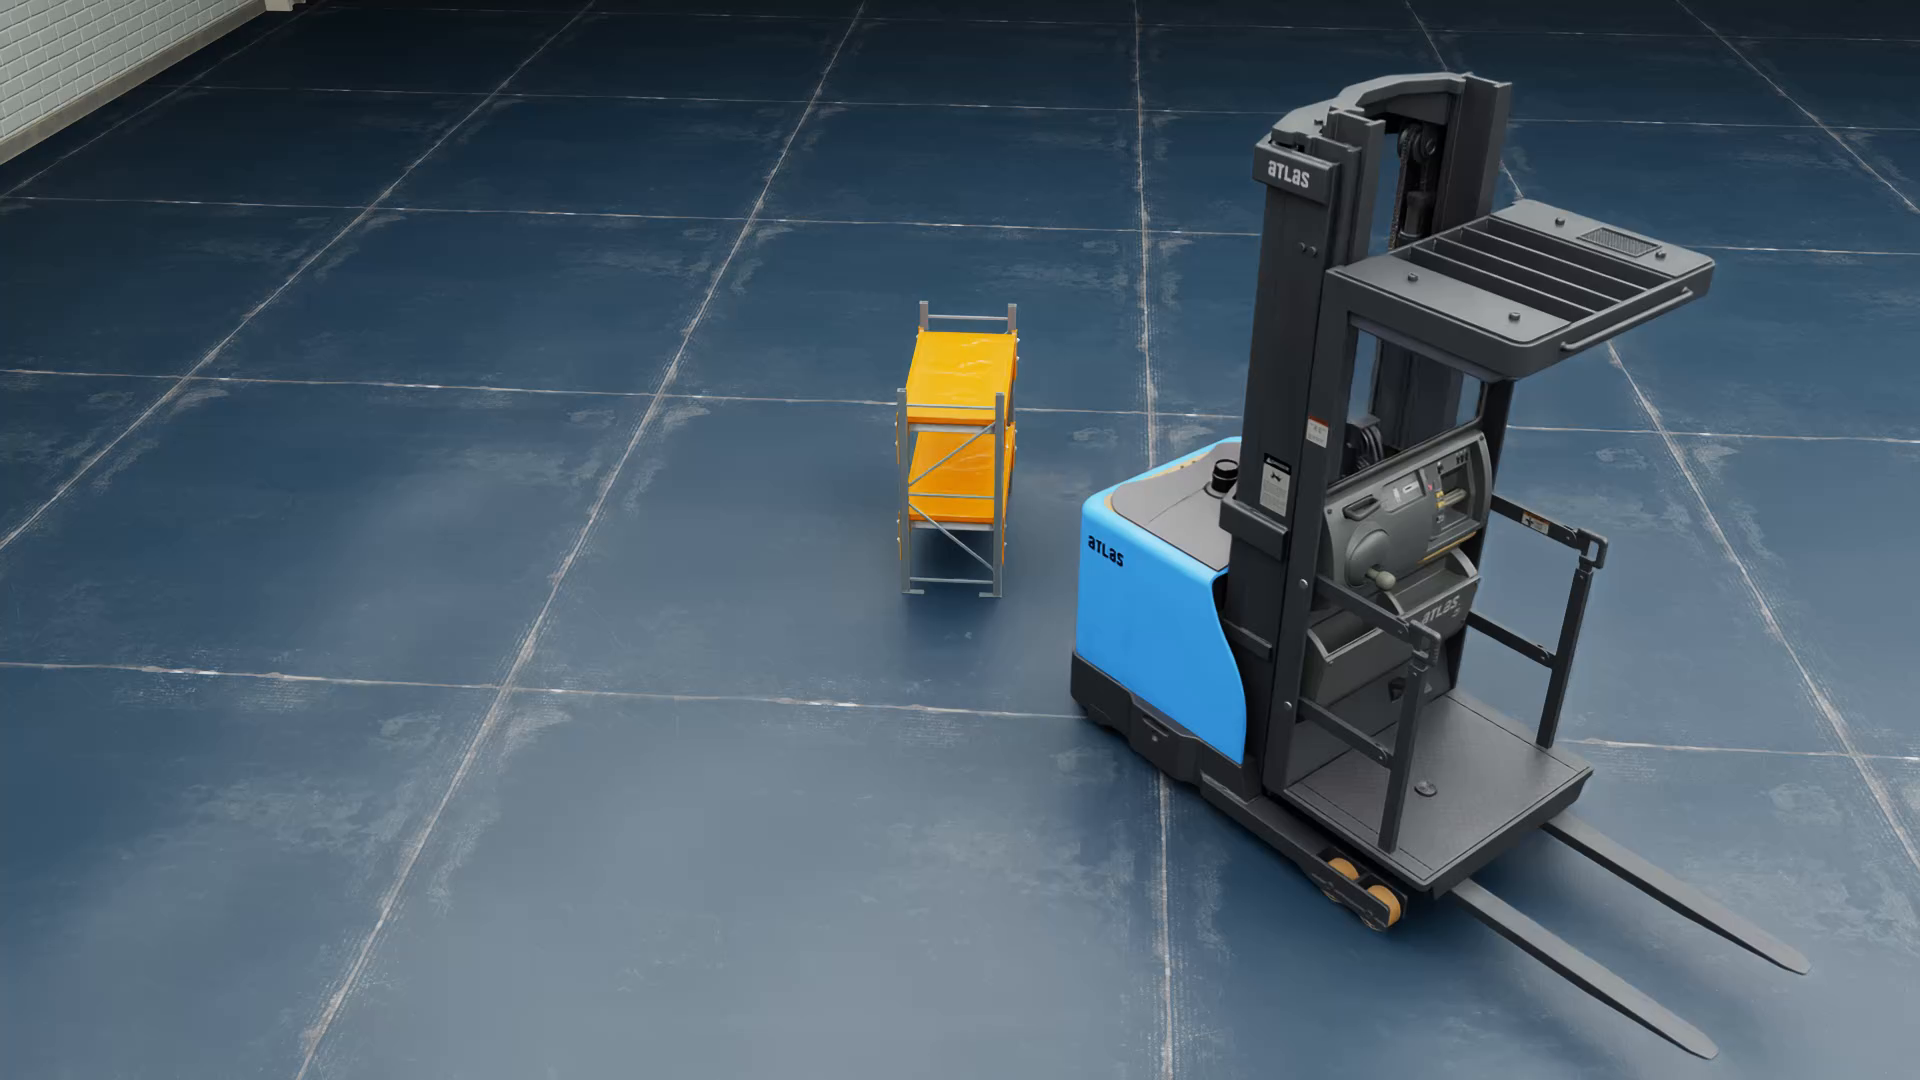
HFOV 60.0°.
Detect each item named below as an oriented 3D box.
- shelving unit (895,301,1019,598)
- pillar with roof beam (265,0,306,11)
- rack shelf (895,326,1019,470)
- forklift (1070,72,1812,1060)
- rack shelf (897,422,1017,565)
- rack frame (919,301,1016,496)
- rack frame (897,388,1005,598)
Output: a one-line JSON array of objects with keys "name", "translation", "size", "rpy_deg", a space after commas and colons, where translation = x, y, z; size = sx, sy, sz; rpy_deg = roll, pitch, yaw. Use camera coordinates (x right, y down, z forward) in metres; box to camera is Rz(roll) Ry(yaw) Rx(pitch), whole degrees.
[{"name": "shelving unit", "translation": [-0.001, -0.475, 8.449], "size": [0.538, 1.125, 1.048], "rpy_deg": [2, 32, 4]}, {"name": "pillar with roof beam", "translation": [-3.125, -9.511, 15.606], "size": [9.100, 9.000, 0.400], "rpy_deg": [2, 32, 4]}, {"name": "rack shelf", "translation": [-0.001, -0.725, 8.296], "size": [0.538, 0.278, 1.000], "rpy_deg": [2, 32, 4]}, {"name": "forklift", "translation": [1.809, -0.060, 6.054], "size": [1.130, 2.935, 3.031], "rpy_deg": [-23, 38, -32]}, {"name": "rack shelf", "translation": [-0.001, -0.267, 8.577], "size": [0.538, 0.278, 1.000], "rpy_deg": [2, 32, 4]}, {"name": "rack frame", "translation": [0.041, -0.741, 8.880], "size": [0.500, 1.125, 0.032], "rpy_deg": [2, 32, 4]}, {"name": "rack frame", "translation": [-0.042, -0.210, 8.018], "size": [0.500, 1.125, 0.032], "rpy_deg": [2, 32, 4]}]
